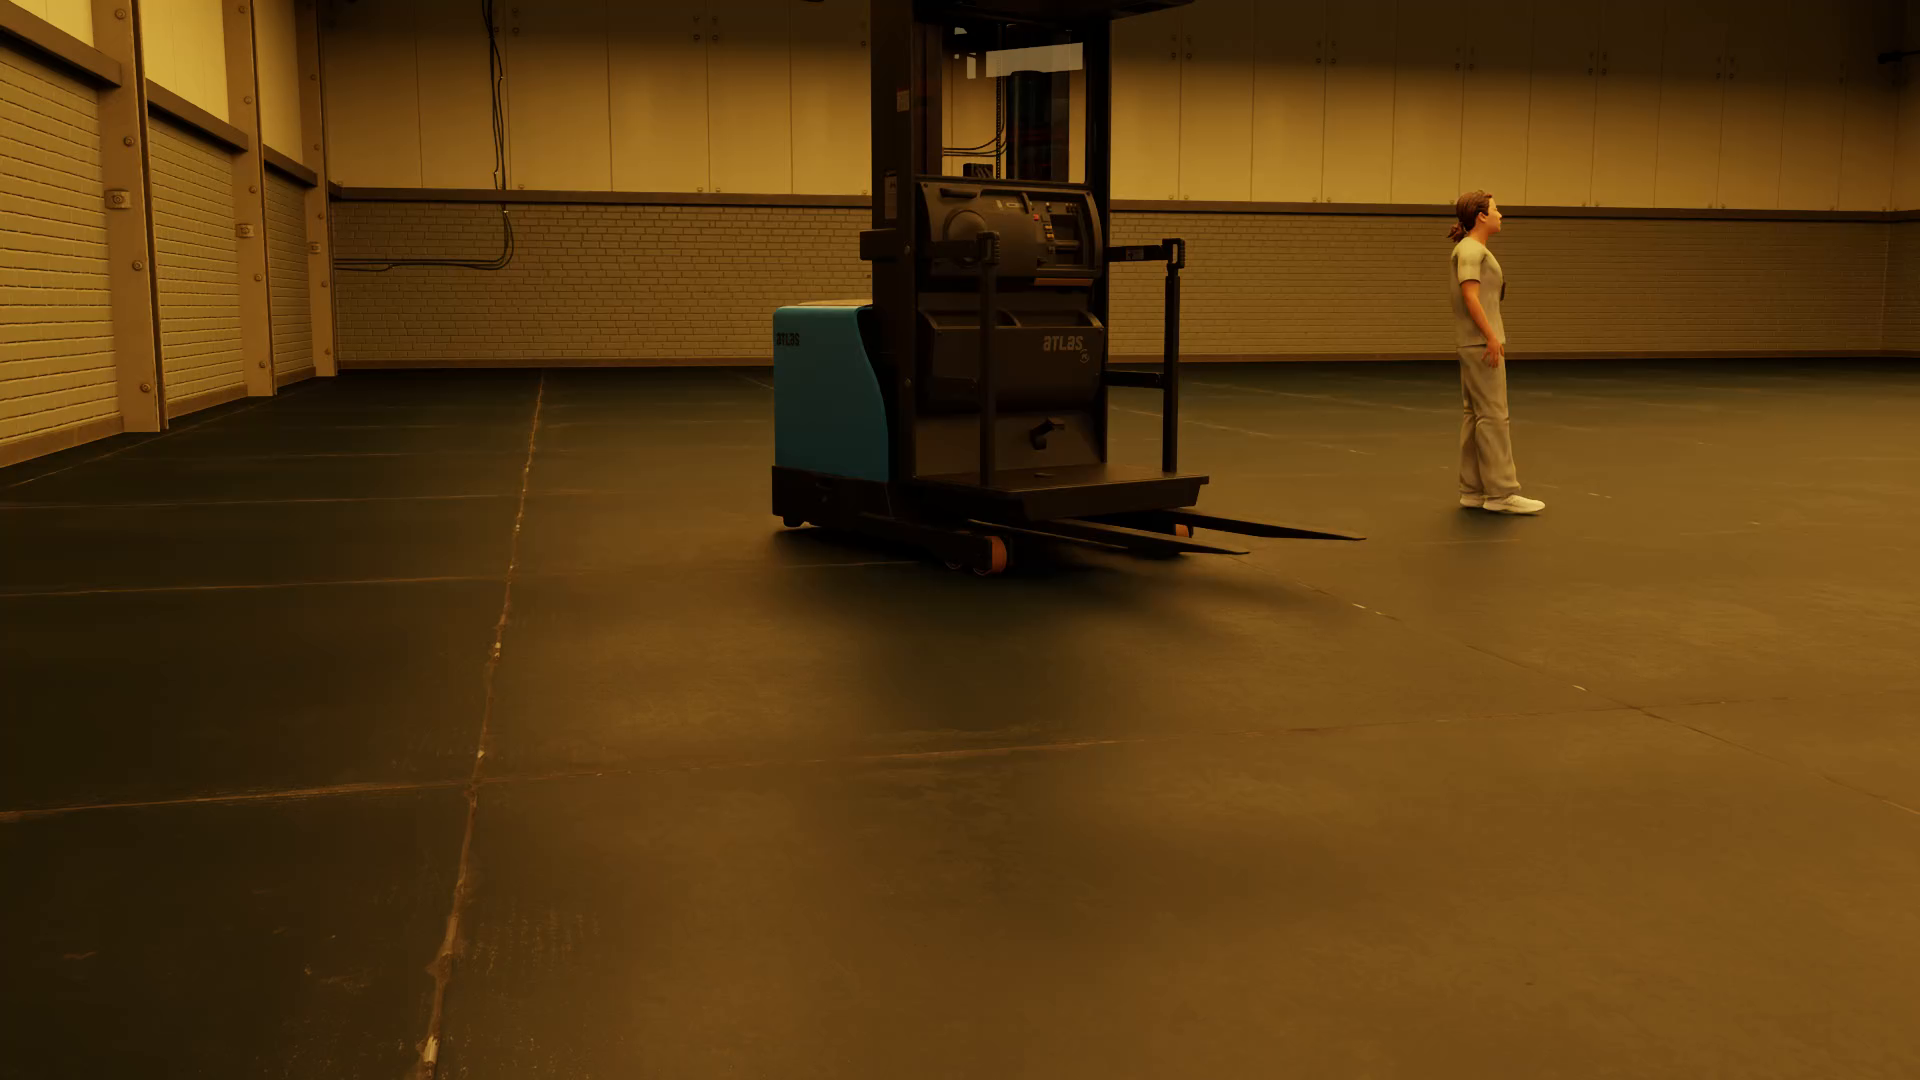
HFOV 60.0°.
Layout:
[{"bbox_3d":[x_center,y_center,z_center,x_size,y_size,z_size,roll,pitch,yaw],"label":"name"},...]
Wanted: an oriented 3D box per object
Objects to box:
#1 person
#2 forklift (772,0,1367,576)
[{"bbox_3d":[2.834,-1.002,8.812,0.549,1.660,0.548,2,8,16],"label":"person"},{"bbox_3d":[0.355,-1.383,7.015,1.130,2.935,3.031,-6,10,-35],"label":"forklift"}]
